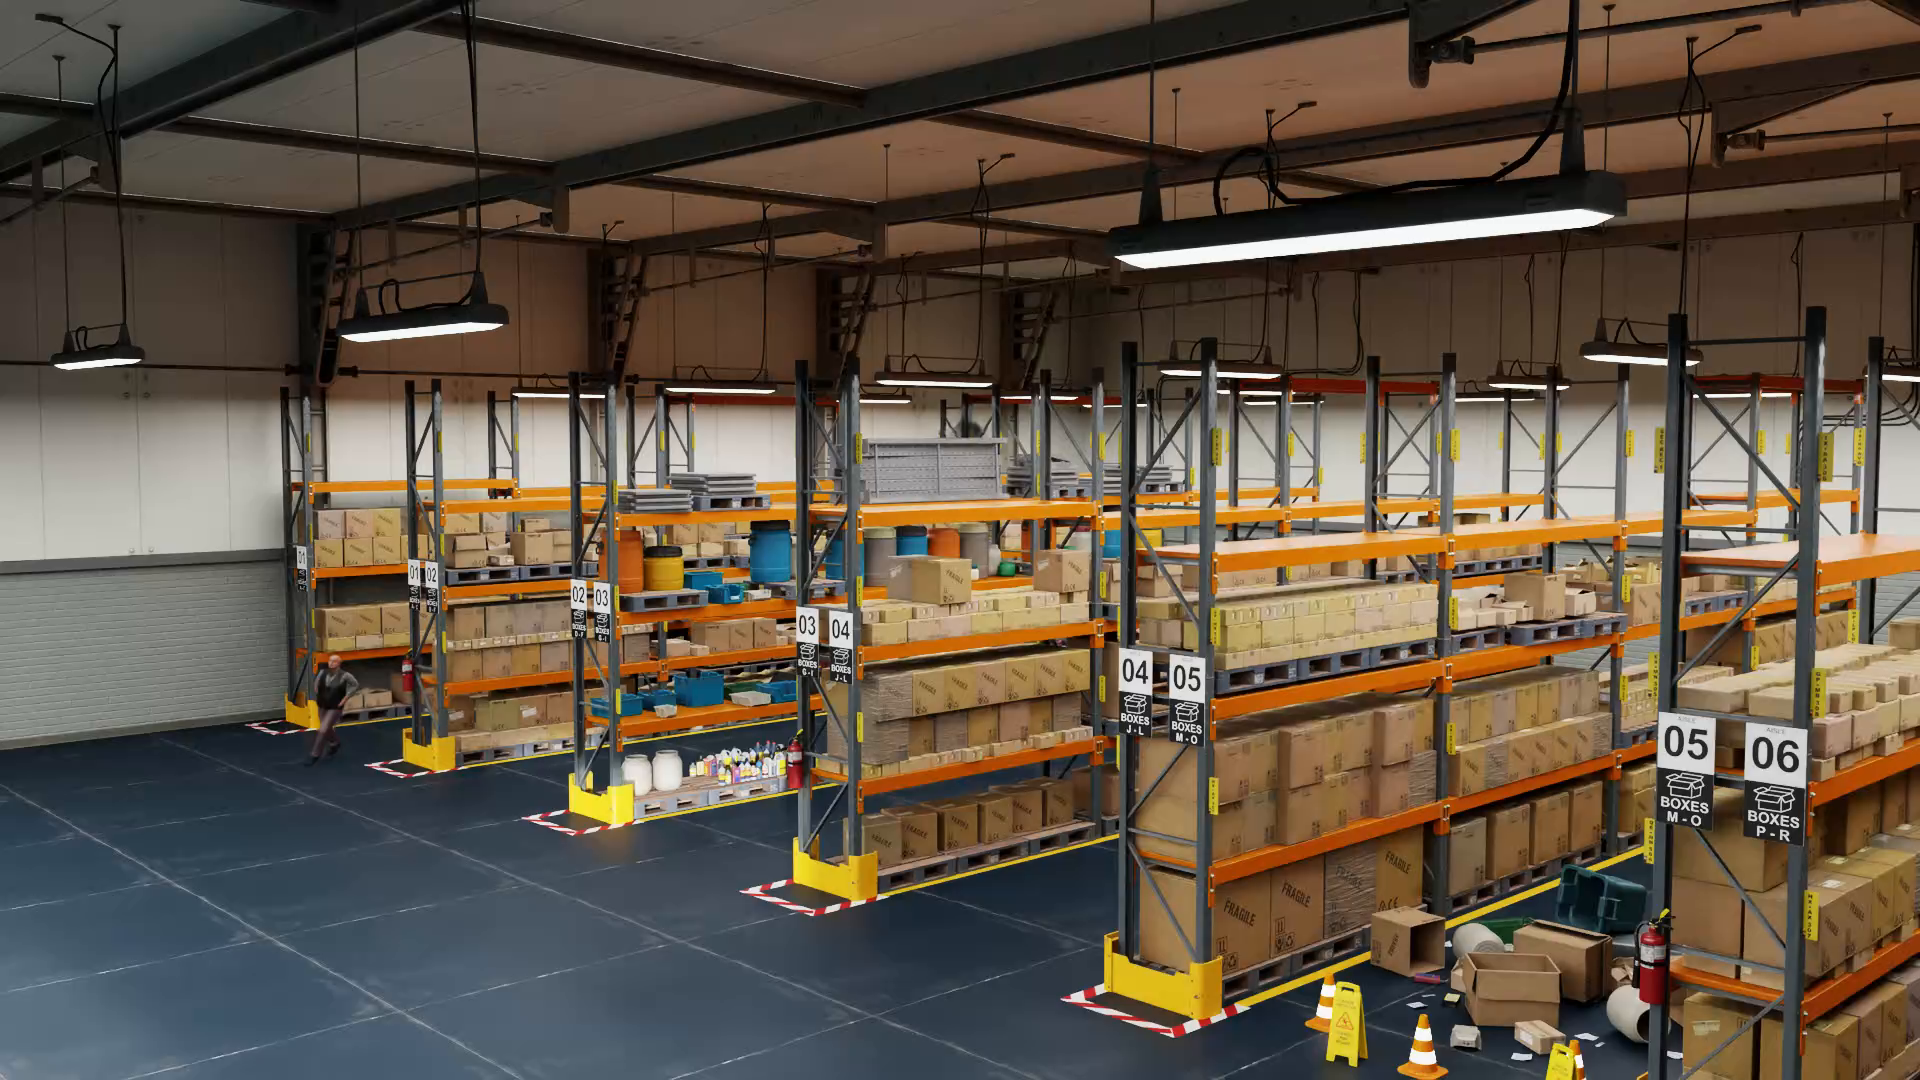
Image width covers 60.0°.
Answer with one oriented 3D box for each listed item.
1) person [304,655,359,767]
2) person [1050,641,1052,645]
[{"bbox_3d":[-9.840,2.646,26.120,0.678,1.712,0.894,1,4,18],"label":"person"},{"bbox_3d":[1.583,1.960,32.154,0.575,1.732,0.846,3,5,37],"label":"person"}]
